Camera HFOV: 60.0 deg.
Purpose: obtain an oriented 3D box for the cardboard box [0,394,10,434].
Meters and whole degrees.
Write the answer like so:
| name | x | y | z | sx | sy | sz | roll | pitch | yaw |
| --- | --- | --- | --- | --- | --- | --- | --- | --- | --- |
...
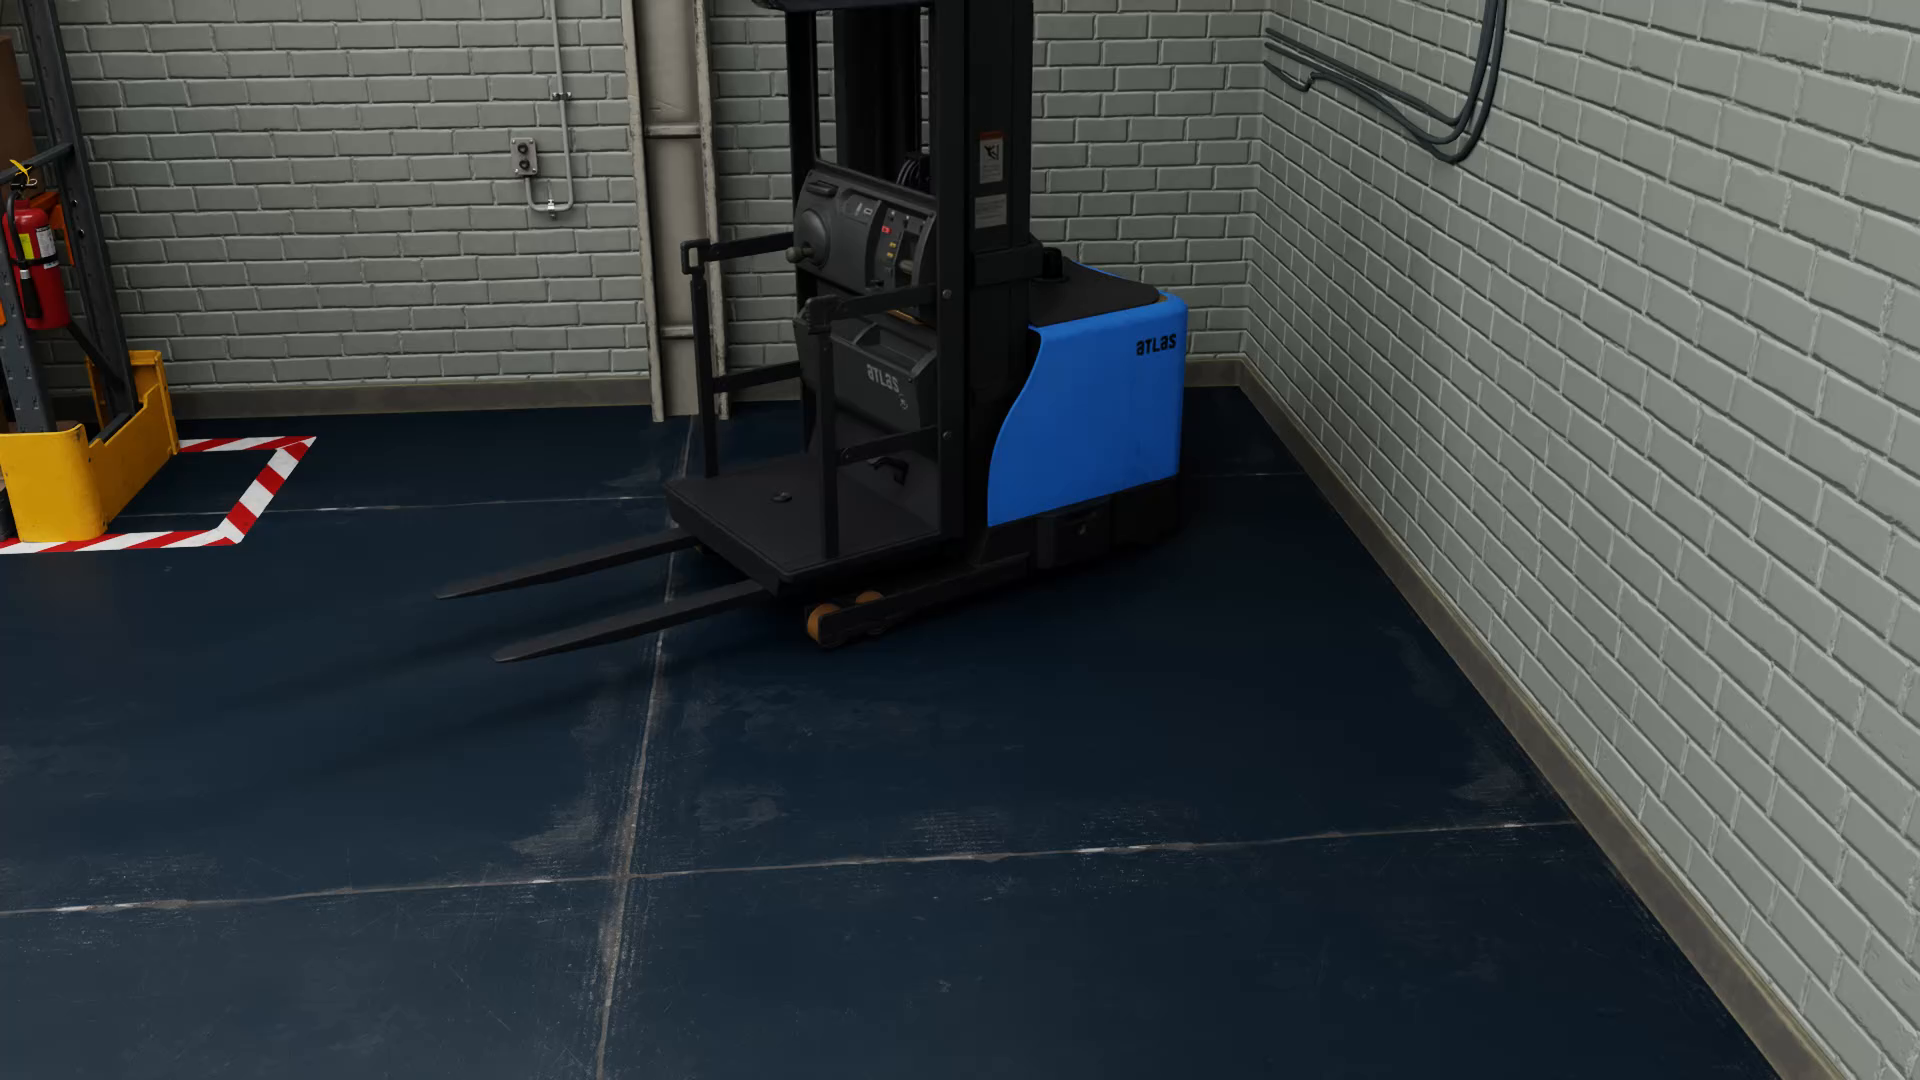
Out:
| name | x | y | z | sx | sy | sz | roll | pitch | yaw |
| --- | --- | --- | --- | --- | --- | --- | --- | --- | --- |
| cardboard box | -4.700 | -0.578 | 7.418 | 0.500 | 0.500 | 0.700 | -2 | 24 | -5 |

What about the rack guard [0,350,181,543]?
| name | x | y | z | sx | sy | sz | roll | pitch | yaw |
| --- | --- | --- | --- | --- | --- | --- | --- | --- | --- |
| rack guard | -3.989 | -0.455 | 7.659 | 0.348 | 0.500 | 1.175 | -2 | 24 | -5 |

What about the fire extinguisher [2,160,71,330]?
| name | x | y | z | sx | sy | sz | roll | pitch | yaw |
| --- | --- | --- | --- | --- | --- | --- | --- | --- | --- |
| fire extinguisher | -3.817 | -1.210 | 6.835 | 0.183 | 0.674 | 0.296 | -2 | 24 | -5 |

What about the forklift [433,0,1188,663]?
| name | x | y | z | sx | sy | sz | roll | pitch | yaw |
| --- | --- | --- | --- | --- | --- | --- | --- | --- | --- |
| forklift | -0.546 | -1.173 | 6.280 | 3.031 | 2.935 | 1.130 | -16 | 28 | -31 |

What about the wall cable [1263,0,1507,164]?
| name | x | y | z | sx | sy | sz | roll | pitch | yaw |
| --- | --- | --- | --- | --- | --- | --- | --- | --- | --- |
| wall cable | 1.651 | -3.001 | 6.744 | 0.112 | 2.526 | 3.097 | -2 | 24 | -5 |

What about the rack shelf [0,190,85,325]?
| name | x | y | z | sx | sy | sz | roll | pitch | yaw |
| --- | --- | --- | --- | --- | --- | --- | --- | --- | --- |
| rack shelf | -6.003 | -1.188 | 7.116 | 4.000 | 0.370 | 1.077 | -2 | 24 | -5 |

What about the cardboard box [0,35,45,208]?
| name | x | y | z | sx | sy | sz | roll | pitch | yaw |
| --- | --- | --- | --- | --- | --- | --- | --- | --- | --- |
| cardboard box | -4.519 | -1.709 | 7.033 | 0.700 | 0.700 | 0.980 | -1 | 24 | -3 |

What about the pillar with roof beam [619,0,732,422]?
| name | x | y | z | sx | sy | sz | roll | pitch | yaw |
| --- | --- | --- | --- | --- | --- | --- | --- | --- | --- |
| pillar with roof beam | -0.988 | -3.055 | 3.045 | 0.400 | 9.000 | 9.100 | -2 | 24 | -5 |

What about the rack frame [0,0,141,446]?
| name | x | y | z | sx | sy | sz | roll | pitch | yaw |
| --- | --- | --- | --- | --- | --- | --- | --- | --- | --- |
| rack frame | -4.013 | -1.597 | 7.149 | 0.127 | 3.000 | 1.000 | -2 | 24 | -5 |

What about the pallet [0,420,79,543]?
| name | x | y | z | sx | sy | sz | roll | pitch | yaw |
| --- | --- | --- | --- | --- | --- | --- | --- | --- | --- |
| pallet | -4.801 | -0.259 | 7.573 | 1.213 | 0.211 | 1.003 | -2 | 24 | -5 |

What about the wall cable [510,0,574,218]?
| name | x | y | z | sx | sy | sz | roll | pitch | yaw |
| --- | --- | --- | --- | --- | --- | --- | --- | --- | --- |
| wall cable | -2.831 | -2.494 | 7.918 | 1.851 | 1.984 | 0.084 | -2 | 24 | -5 |
